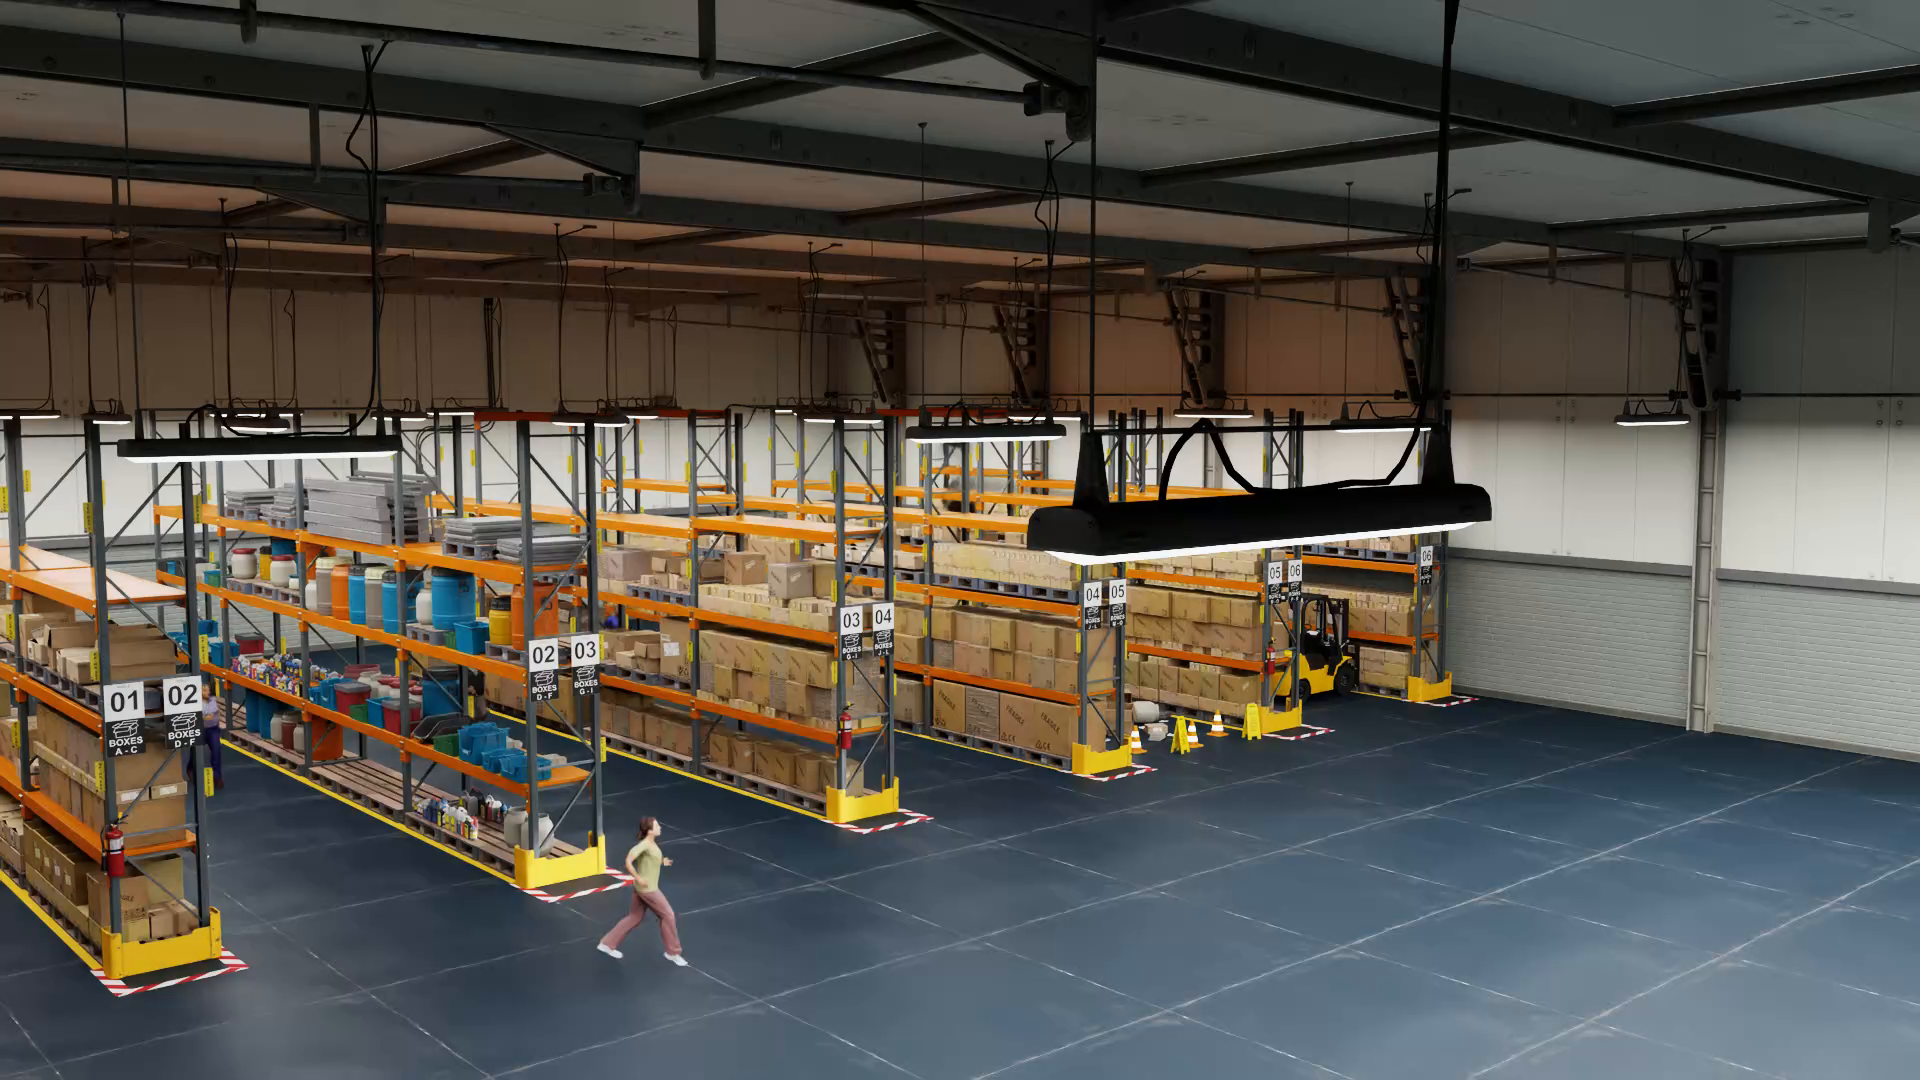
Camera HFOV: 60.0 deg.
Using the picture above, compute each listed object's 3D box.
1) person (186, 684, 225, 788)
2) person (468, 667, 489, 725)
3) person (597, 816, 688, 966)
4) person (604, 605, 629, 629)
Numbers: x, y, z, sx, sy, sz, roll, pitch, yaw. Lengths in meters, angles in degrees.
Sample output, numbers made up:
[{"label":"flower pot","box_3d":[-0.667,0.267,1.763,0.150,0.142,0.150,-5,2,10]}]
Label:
[{"label":"person","box_3d":[-12.200,3.130,26.845,0.933,1.652,0.598,4,6,39]},{"label":"person","box_3d":[-8.883,2.838,30.334,0.658,1.680,0.579,-5,7,-44]},{"label":"person","box_3d":[-3.523,3.901,18.385,0.993,1.722,0.545,-2,5,-18]},{"label":"person","box_3d":[-7.604,2.266,37.049,0.555,1.634,0.632,-4,6,-38]}]
